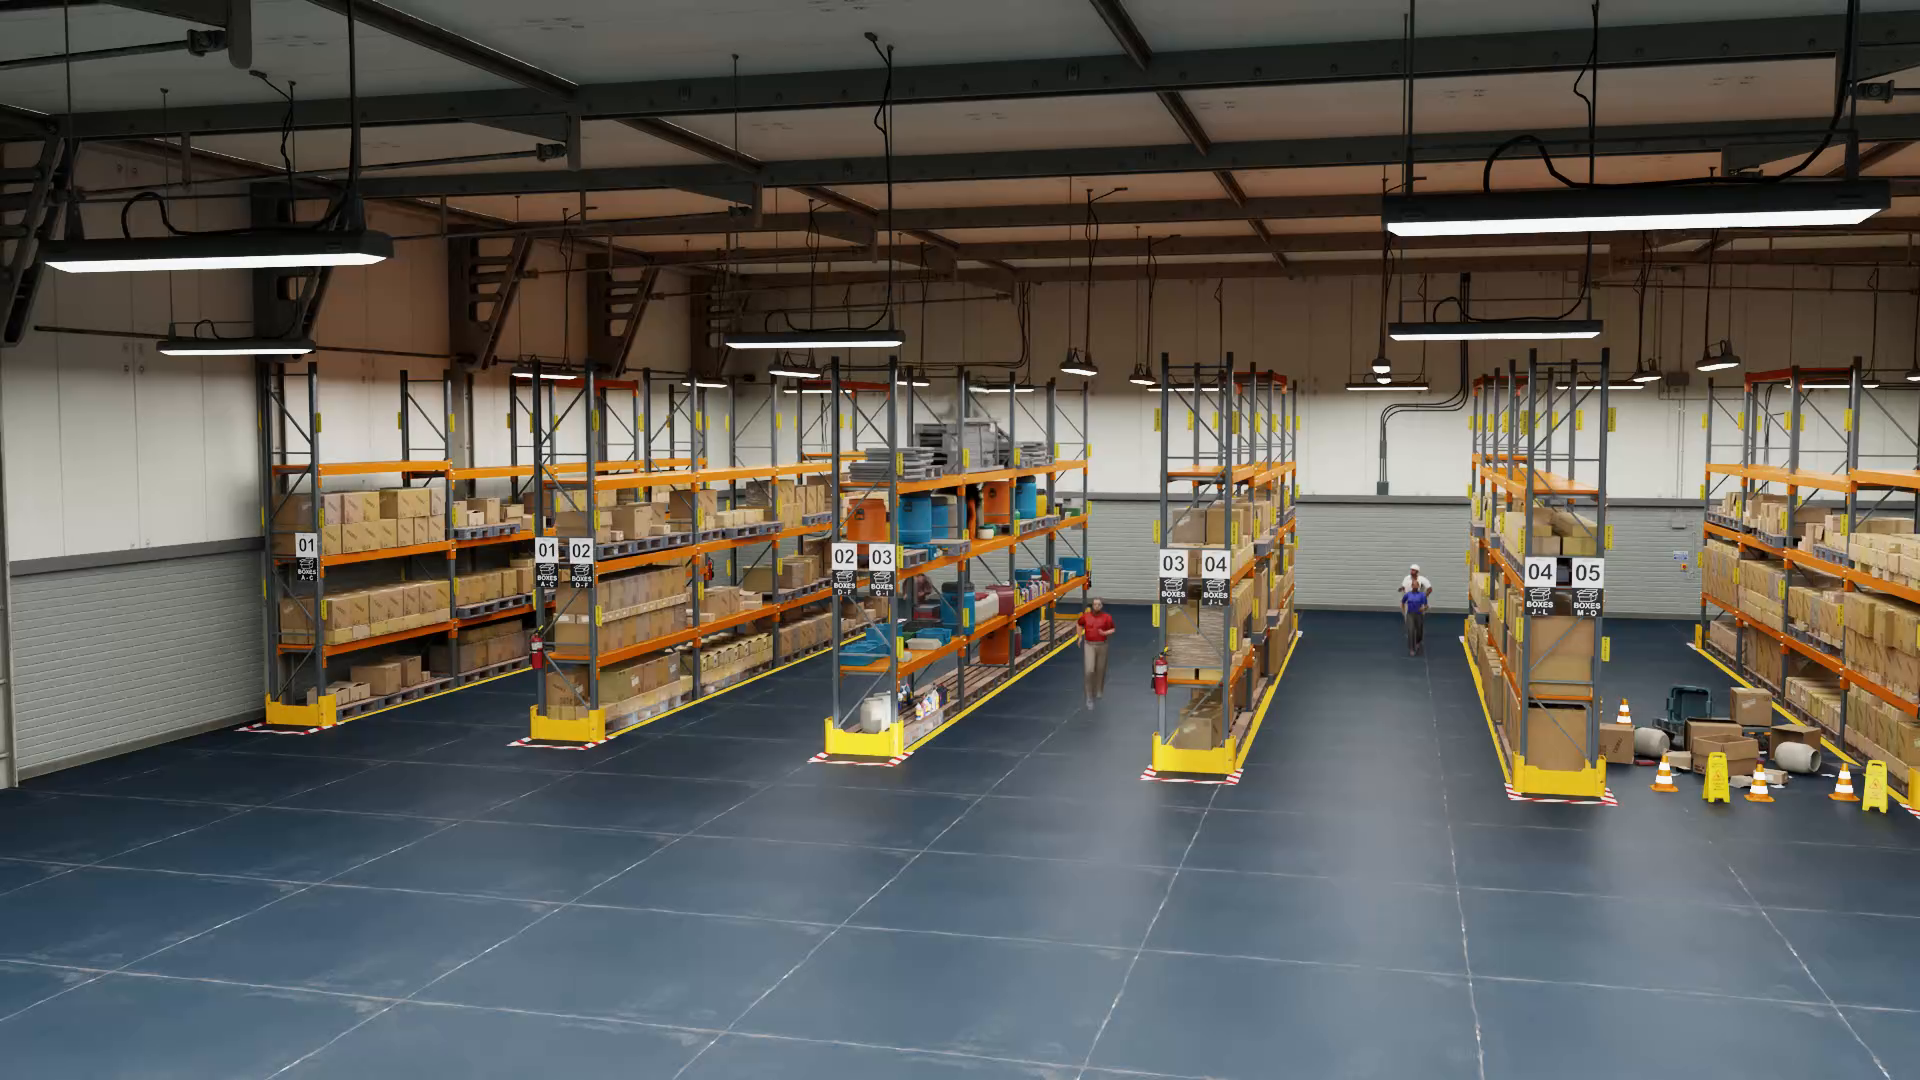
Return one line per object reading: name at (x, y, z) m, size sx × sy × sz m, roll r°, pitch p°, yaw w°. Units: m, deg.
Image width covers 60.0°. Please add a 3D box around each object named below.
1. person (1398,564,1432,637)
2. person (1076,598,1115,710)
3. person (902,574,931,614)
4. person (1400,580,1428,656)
person at (10.480, 1.432, 38.525) m, size 0.638 × 1.740 × 0.706 m, roll -3°, pitch 5°, yaw -37°
person at (2.299, 1.911, 28.081) m, size 0.631 × 1.862 × 0.741 m, roll 0°, pitch 4°, yaw -1°
person at (-0.996, 1.459, 37.661) m, size 0.708 × 1.793 × 1.048 m, roll 0°, pitch 4°, yaw 7°
person at (9.793, 1.714, 35.864) m, size 0.586 × 1.528 × 0.750 m, roll 1°, pitch 4°, yaw 15°
